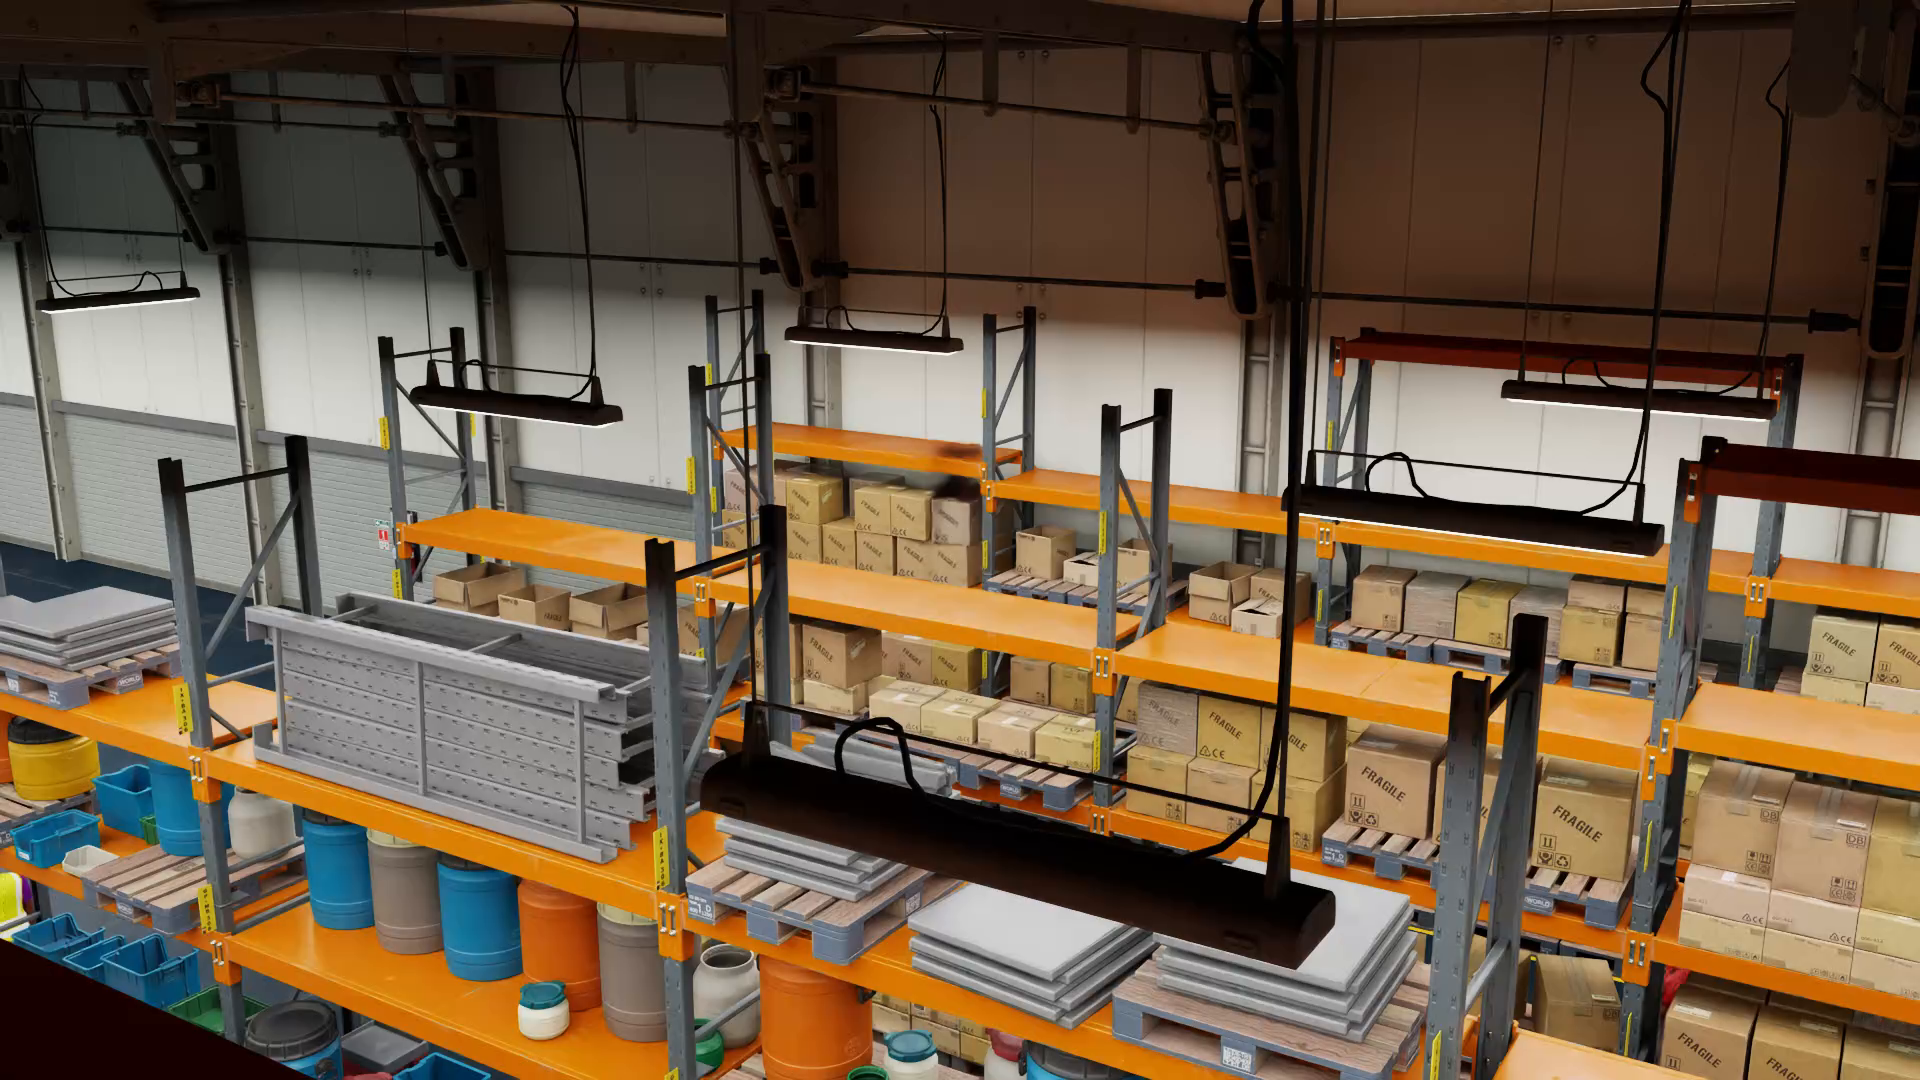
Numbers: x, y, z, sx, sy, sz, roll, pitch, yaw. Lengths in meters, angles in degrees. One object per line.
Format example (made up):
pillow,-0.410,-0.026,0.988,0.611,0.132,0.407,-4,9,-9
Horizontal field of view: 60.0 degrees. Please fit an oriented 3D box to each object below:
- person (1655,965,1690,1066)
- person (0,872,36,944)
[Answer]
person,5.770,4.027,13.421,0.825,1.780,0.631,10,17,35
person,-8.649,3.590,14.992,0.390,1.767,0.640,8,16,31
